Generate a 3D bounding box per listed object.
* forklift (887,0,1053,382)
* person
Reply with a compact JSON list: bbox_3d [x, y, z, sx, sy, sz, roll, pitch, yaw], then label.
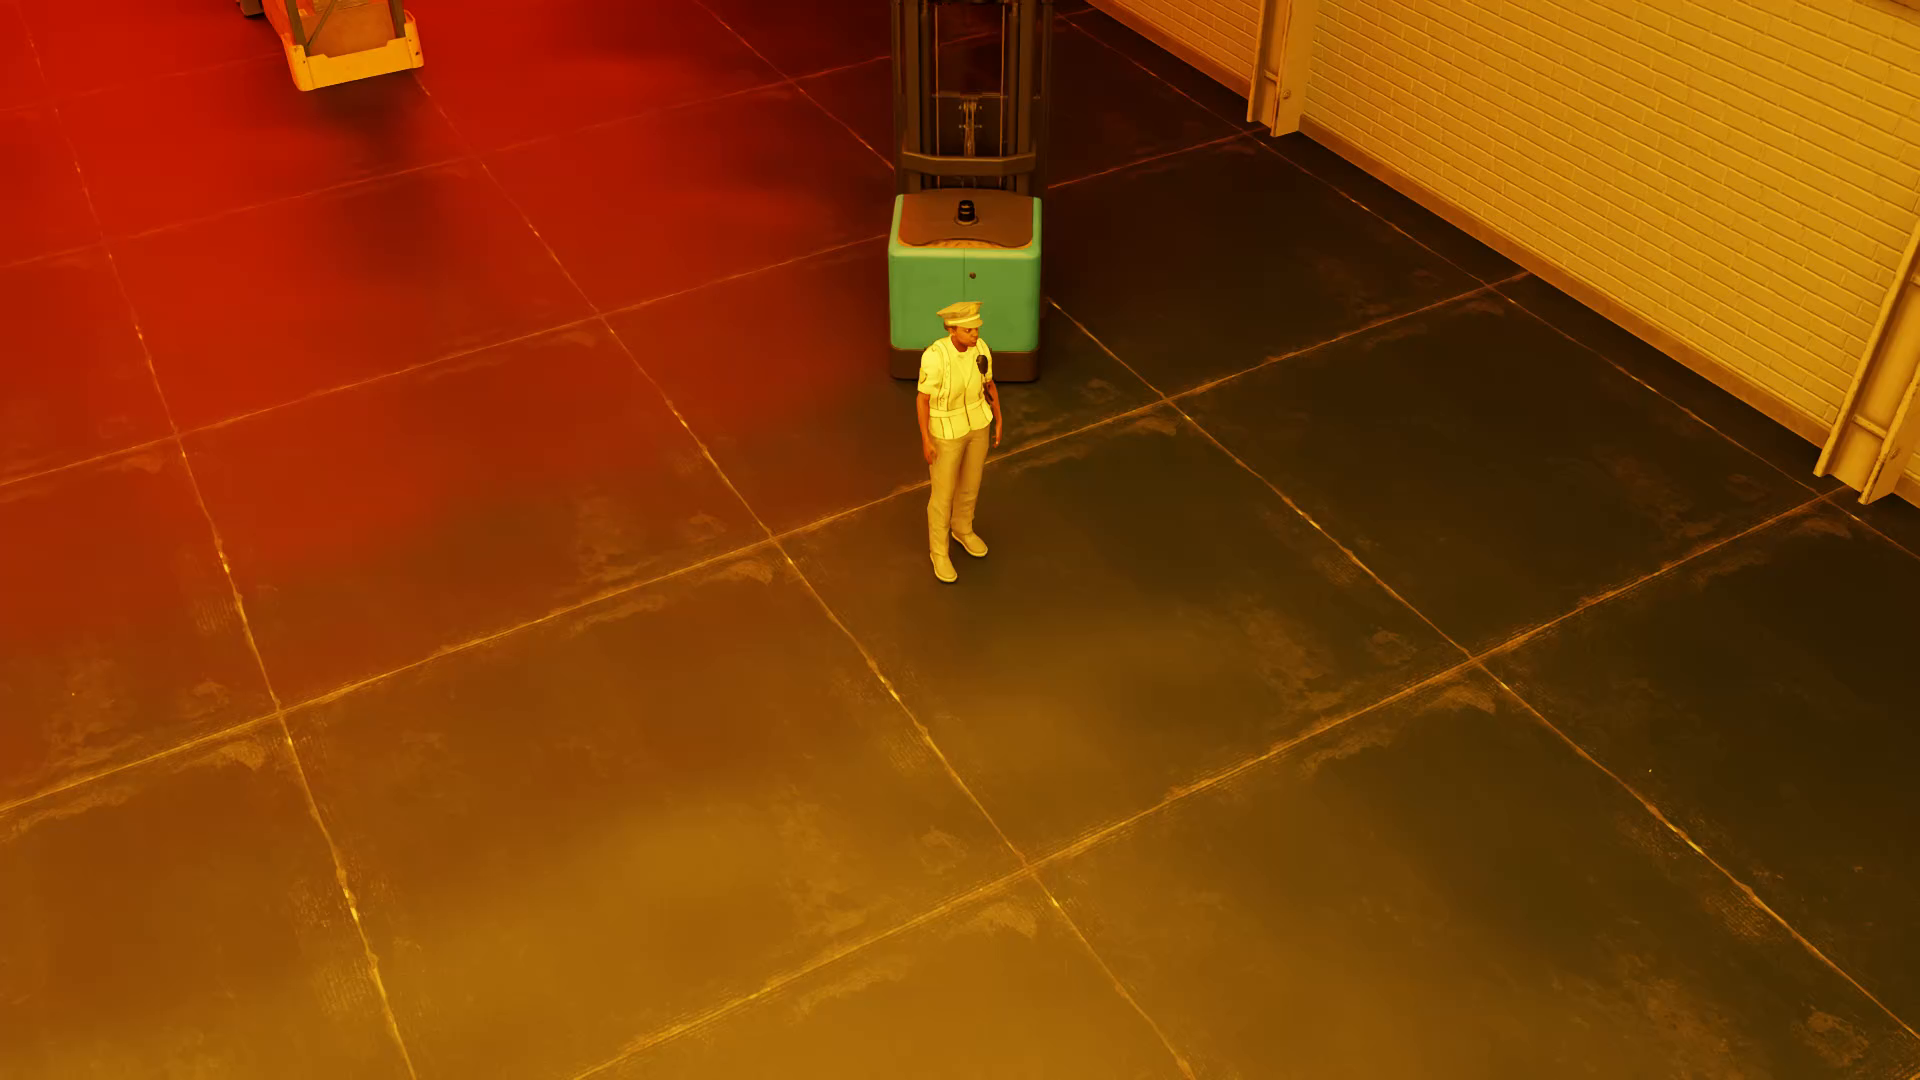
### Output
[{"bbox_3d":[0.089,-3.149,11.832,1.130,2.935,3.031,2,40,2],"label":"forklift"},{"bbox_3d":[0.020,-0.610,9.729,0.569,1.695,0.530,-20,44,-23],"label":"person"}]
